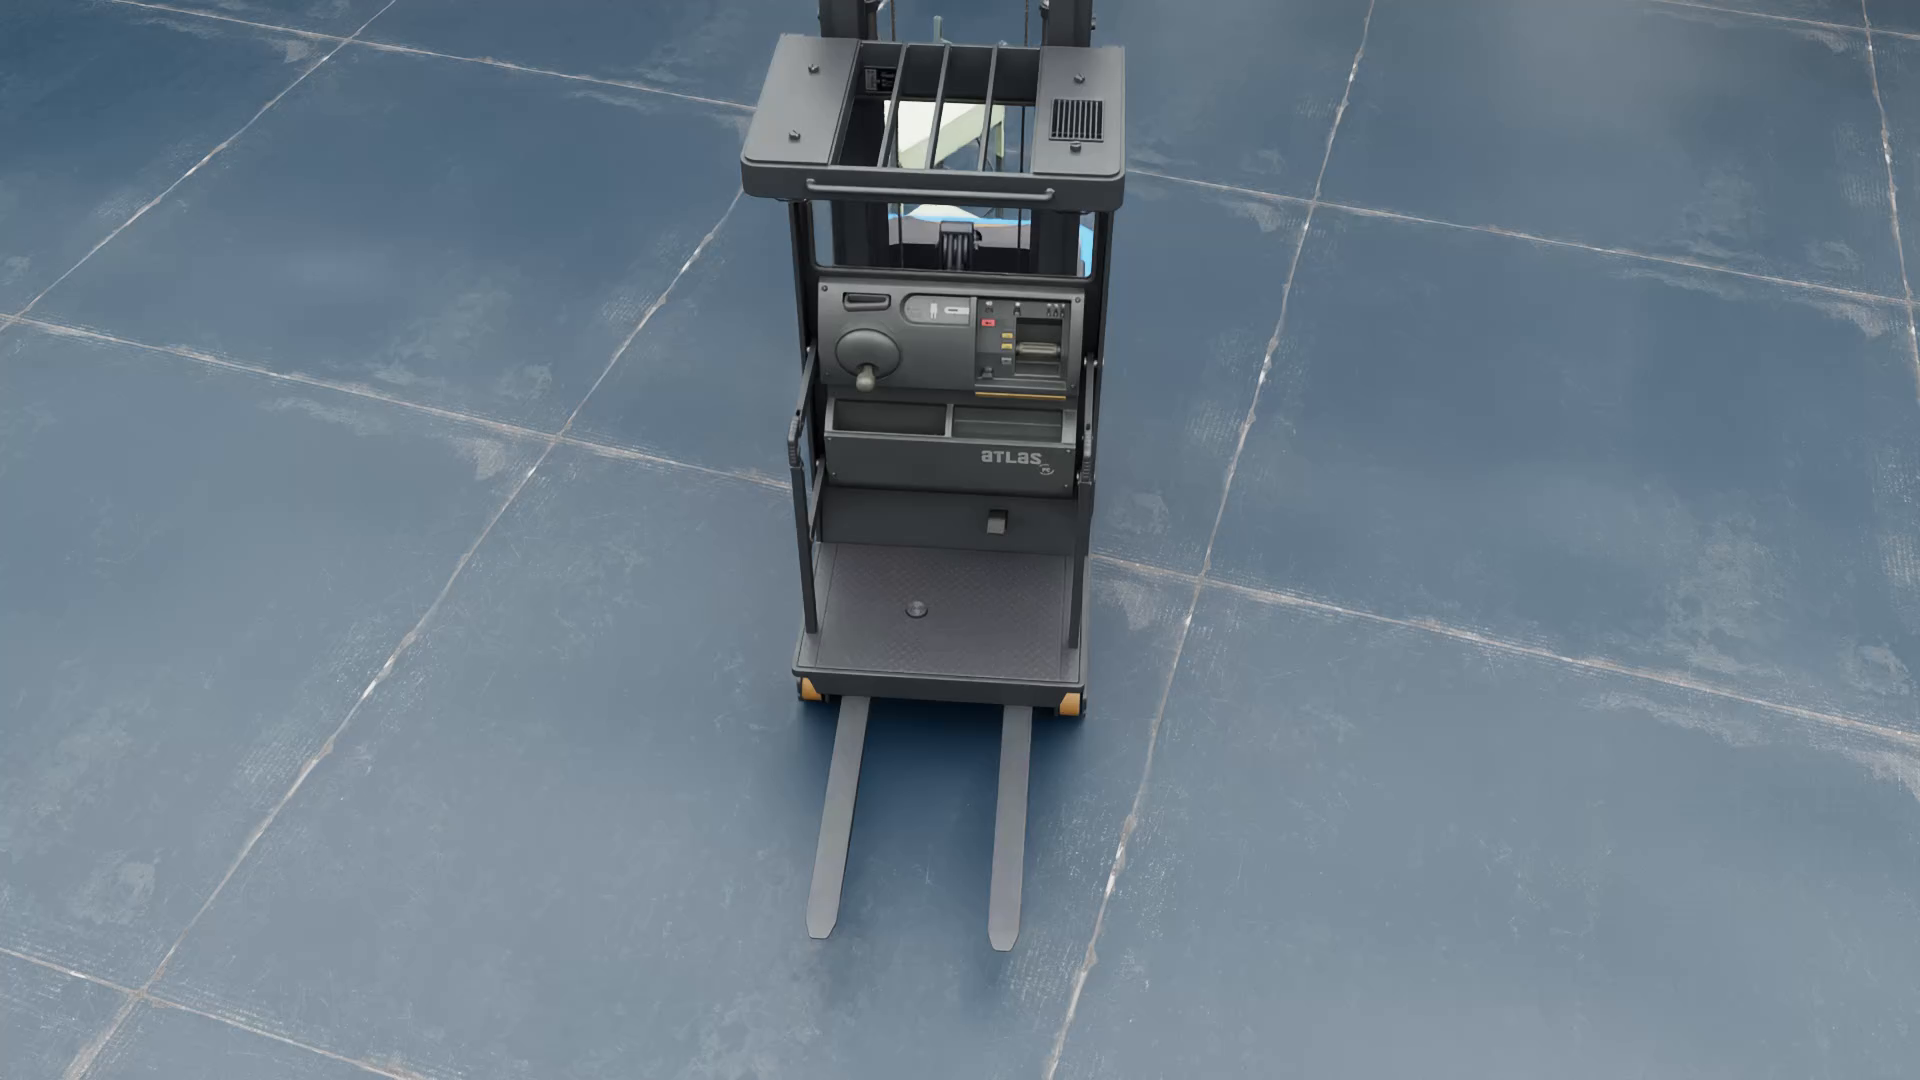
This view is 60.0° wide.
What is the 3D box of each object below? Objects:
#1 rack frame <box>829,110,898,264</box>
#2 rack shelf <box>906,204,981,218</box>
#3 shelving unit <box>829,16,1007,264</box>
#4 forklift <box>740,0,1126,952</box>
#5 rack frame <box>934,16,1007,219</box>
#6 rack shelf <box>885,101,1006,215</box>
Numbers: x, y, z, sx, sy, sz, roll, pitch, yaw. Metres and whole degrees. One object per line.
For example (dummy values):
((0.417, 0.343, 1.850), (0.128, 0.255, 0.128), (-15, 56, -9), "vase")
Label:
((-0.418, -1.302, 7.407), (0.400, 1.500, 0.023), (30, 52, 27), "rack frame")
((-0.187, -1.267, 7.838), (0.431, 0.370, 0.720), (30, 52, 27), "rack shelf")
((-0.187, -1.500, 7.610), (0.431, 1.500, 0.755), (30, 52, 27), "shelving unit")
((-0.048, -0.614, 5.680), (1.130, 2.935, 3.031), (3, 44, 3), "forklift")
((0.044, -1.699, 7.813), (0.400, 1.500, 0.023), (30, 52, 27), "rack frame")
((-0.187, -1.779, 7.337), (0.431, 0.370, 0.720), (30, 52, 27), "rack shelf")
